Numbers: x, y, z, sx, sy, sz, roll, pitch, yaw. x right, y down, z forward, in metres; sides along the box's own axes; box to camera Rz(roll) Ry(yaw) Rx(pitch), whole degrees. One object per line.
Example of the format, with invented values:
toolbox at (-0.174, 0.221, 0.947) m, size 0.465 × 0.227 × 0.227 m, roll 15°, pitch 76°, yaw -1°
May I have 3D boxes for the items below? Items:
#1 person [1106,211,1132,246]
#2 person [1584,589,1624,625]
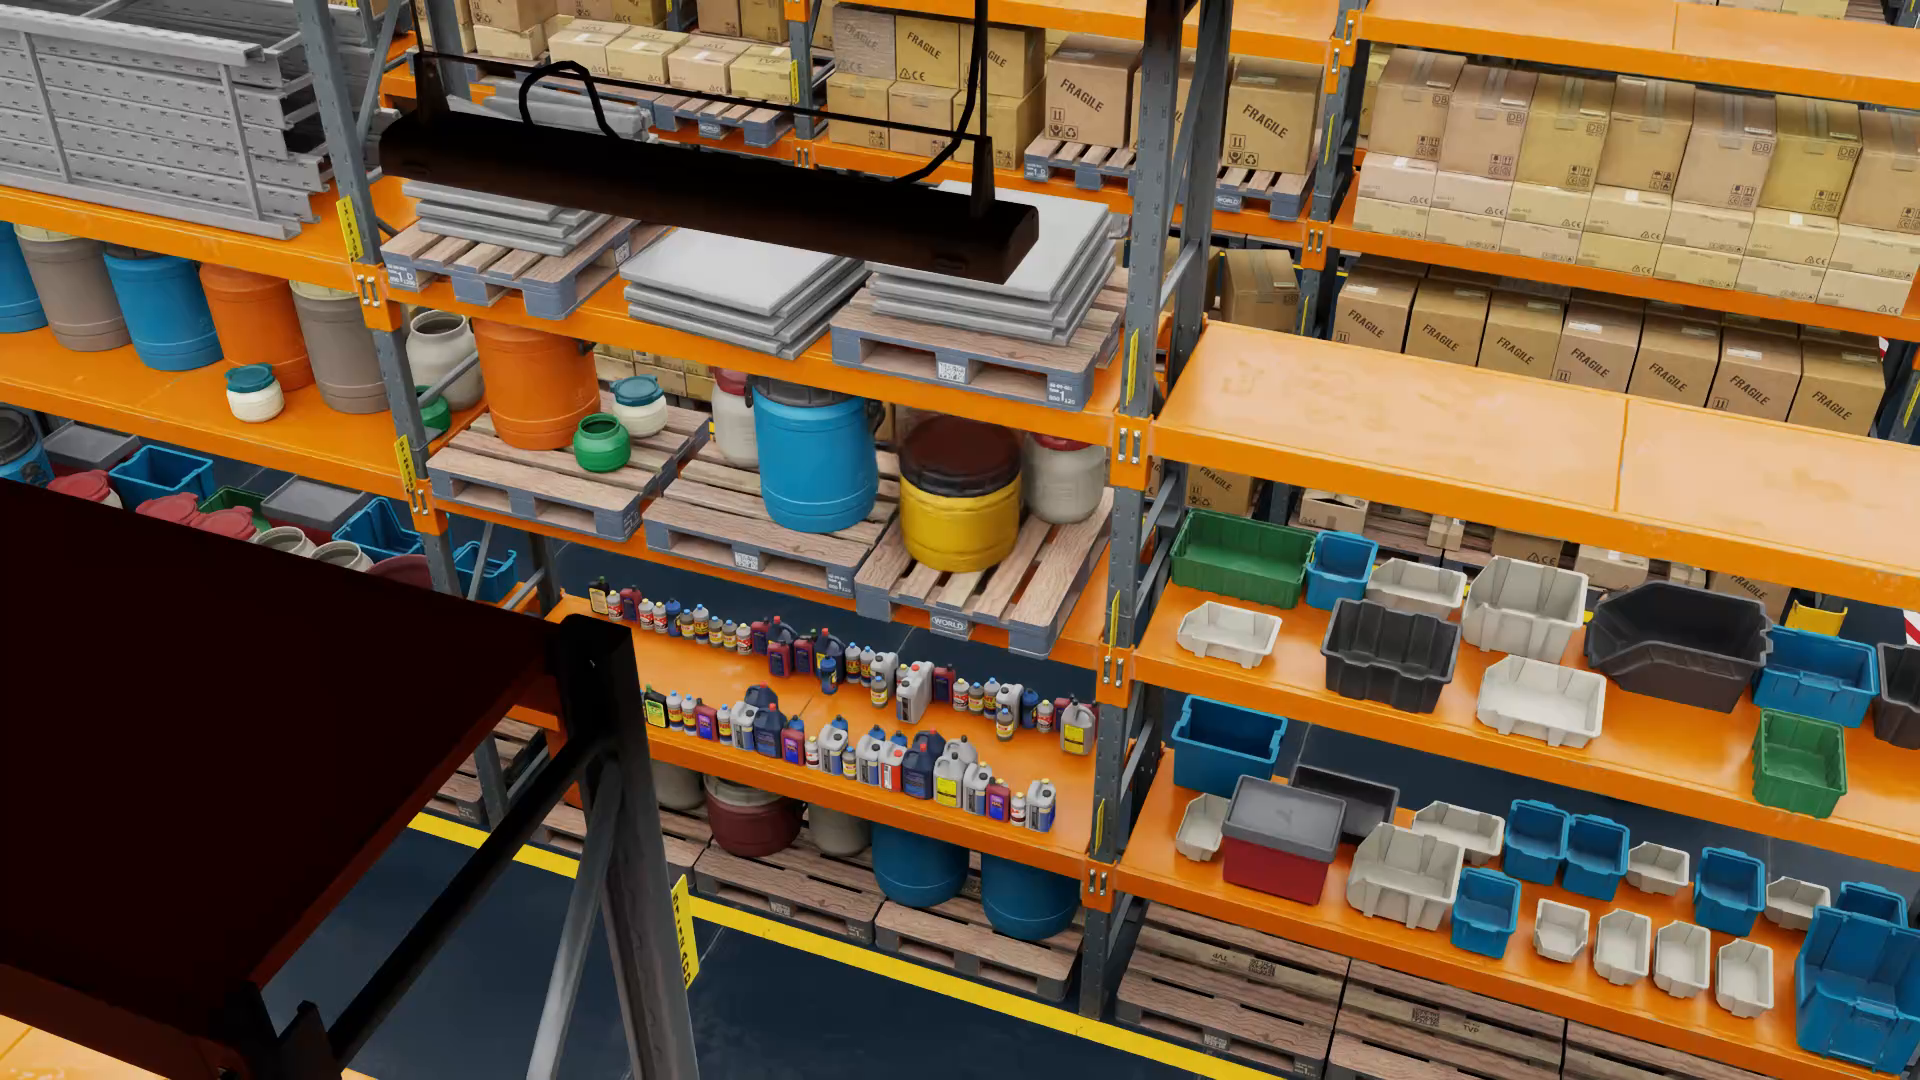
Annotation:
person at (1.436, -2.954, 15.895) m, size 0.476 × 1.753 × 0.592 m, roll 24°, pitch 43°, yaw 28°
person at (4.052, 1.004, 10.760) m, size 1.064 × 1.493 × 0.500 m, roll 7°, pitch 37°, yaw 9°
